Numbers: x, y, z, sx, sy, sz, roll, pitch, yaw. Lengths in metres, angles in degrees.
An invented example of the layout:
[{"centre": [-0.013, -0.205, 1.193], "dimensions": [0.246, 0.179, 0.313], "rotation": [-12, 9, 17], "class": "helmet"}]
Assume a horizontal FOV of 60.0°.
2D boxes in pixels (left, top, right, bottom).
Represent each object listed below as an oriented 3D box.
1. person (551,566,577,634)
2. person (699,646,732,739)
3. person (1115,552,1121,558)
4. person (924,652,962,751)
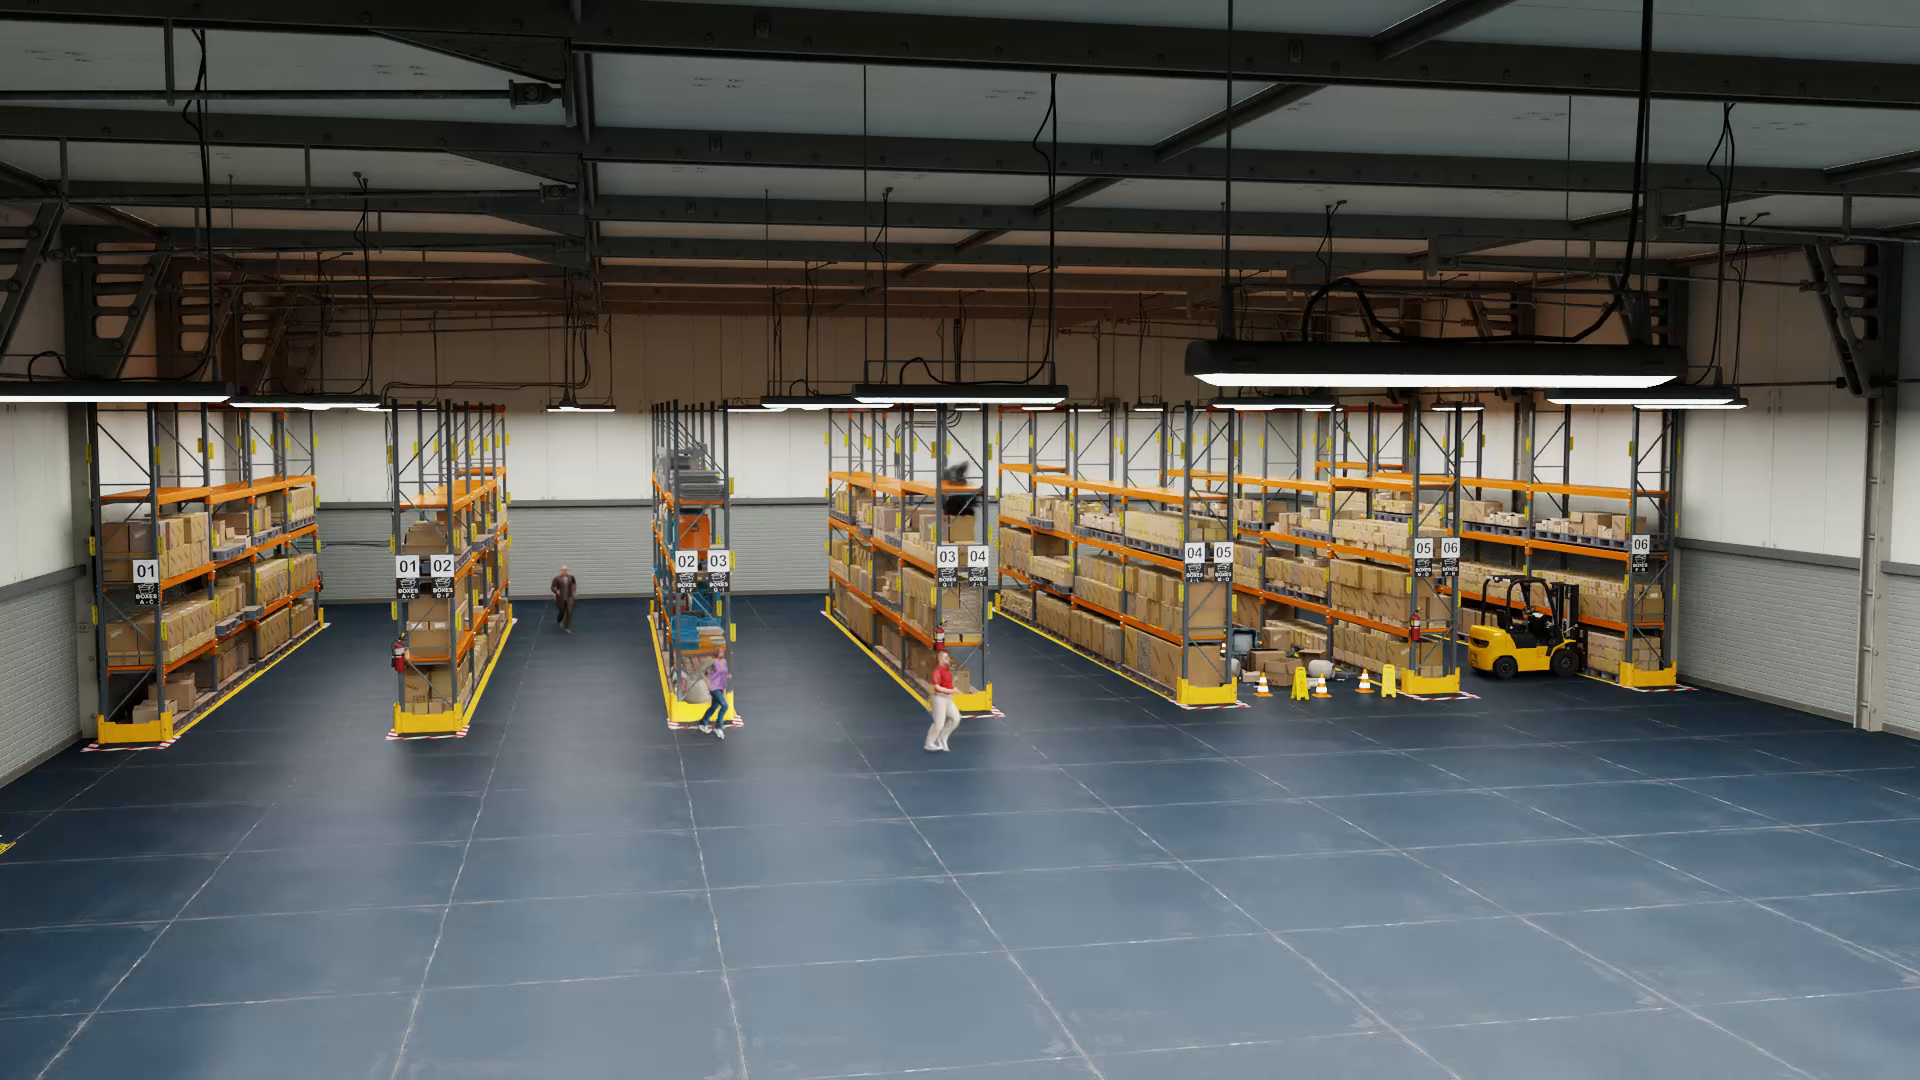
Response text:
[{"centre": [-10.408, 1.551, 43.734], "dimensions": [0.699, 1.770, 0.988], "rotation": [-2, 5, -25], "class": "person"}, {"centre": [-4.356, 2.699, 29.643], "dimensions": [0.679, 1.632, 0.524], "rotation": [2, 5, 22], "class": "person"}, {"centre": [4.821, 1.058, 50.827], "dimensions": [0.587, 1.682, 0.681], "rotation": [0, 4, -6], "class": "person"}, {"centre": [-0.258, 2.762, 28.177], "dimensions": [0.702, 1.760, 0.693], "rotation": [2, 5, 22], "class": "person"}]
